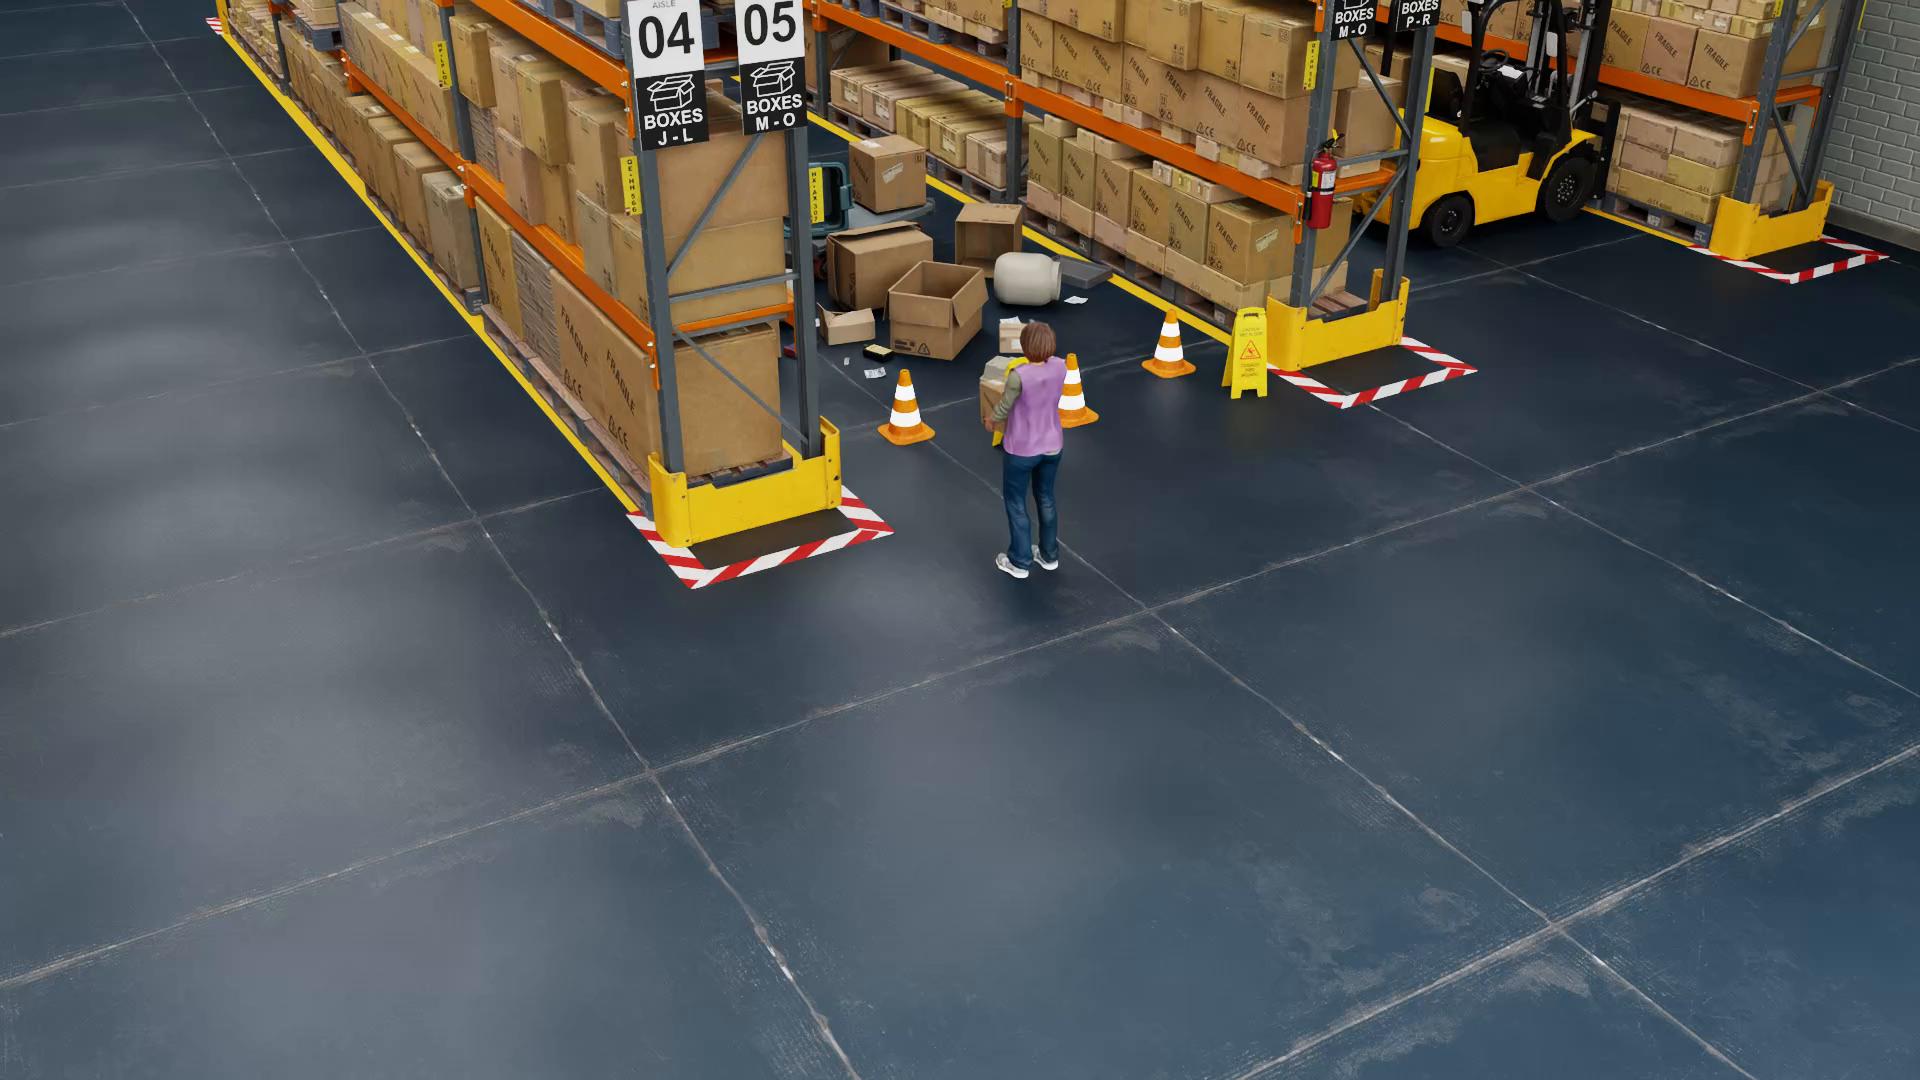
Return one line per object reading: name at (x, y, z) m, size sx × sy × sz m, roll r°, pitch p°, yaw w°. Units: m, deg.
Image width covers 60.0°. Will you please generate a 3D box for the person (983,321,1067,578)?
person at (0.371, -0.557, 9.554) m, size 0.405 × 1.589 × 0.500 m, roll -16°, pitch 33°, yaw -26°
